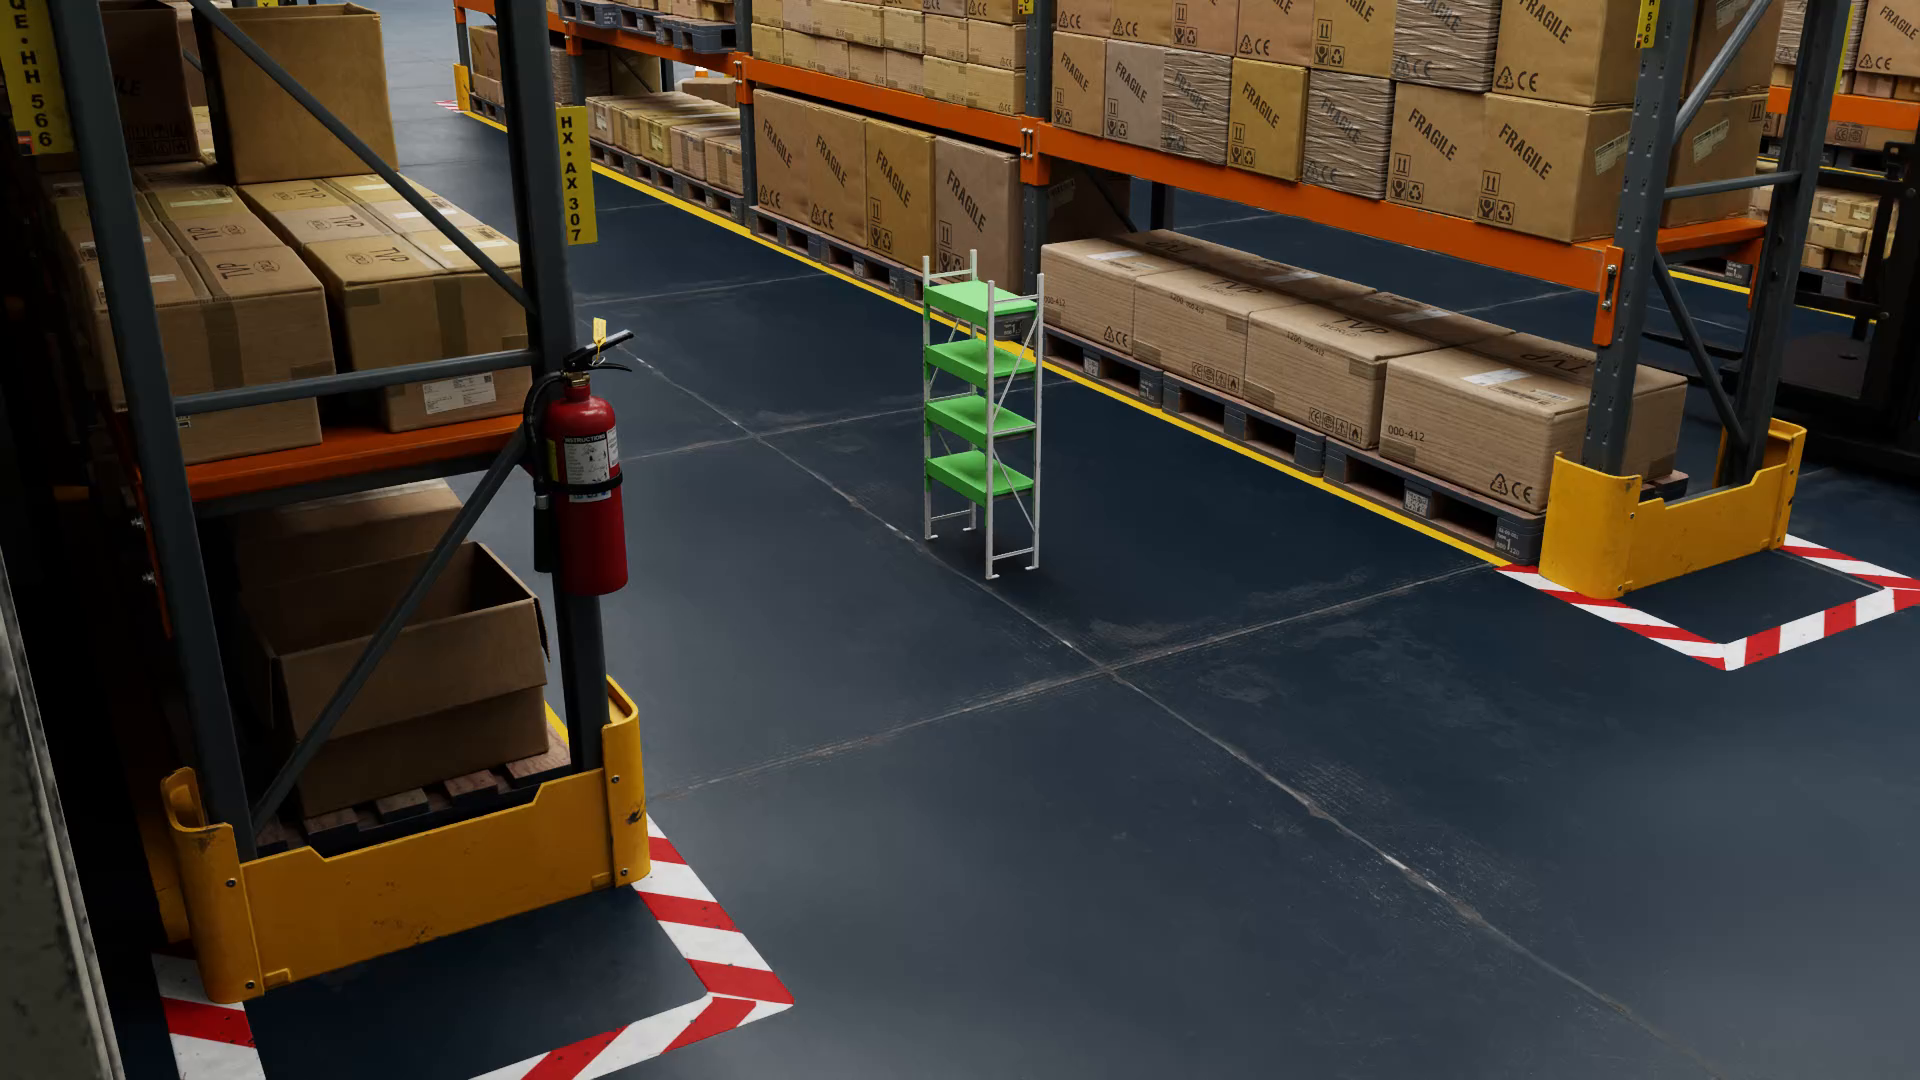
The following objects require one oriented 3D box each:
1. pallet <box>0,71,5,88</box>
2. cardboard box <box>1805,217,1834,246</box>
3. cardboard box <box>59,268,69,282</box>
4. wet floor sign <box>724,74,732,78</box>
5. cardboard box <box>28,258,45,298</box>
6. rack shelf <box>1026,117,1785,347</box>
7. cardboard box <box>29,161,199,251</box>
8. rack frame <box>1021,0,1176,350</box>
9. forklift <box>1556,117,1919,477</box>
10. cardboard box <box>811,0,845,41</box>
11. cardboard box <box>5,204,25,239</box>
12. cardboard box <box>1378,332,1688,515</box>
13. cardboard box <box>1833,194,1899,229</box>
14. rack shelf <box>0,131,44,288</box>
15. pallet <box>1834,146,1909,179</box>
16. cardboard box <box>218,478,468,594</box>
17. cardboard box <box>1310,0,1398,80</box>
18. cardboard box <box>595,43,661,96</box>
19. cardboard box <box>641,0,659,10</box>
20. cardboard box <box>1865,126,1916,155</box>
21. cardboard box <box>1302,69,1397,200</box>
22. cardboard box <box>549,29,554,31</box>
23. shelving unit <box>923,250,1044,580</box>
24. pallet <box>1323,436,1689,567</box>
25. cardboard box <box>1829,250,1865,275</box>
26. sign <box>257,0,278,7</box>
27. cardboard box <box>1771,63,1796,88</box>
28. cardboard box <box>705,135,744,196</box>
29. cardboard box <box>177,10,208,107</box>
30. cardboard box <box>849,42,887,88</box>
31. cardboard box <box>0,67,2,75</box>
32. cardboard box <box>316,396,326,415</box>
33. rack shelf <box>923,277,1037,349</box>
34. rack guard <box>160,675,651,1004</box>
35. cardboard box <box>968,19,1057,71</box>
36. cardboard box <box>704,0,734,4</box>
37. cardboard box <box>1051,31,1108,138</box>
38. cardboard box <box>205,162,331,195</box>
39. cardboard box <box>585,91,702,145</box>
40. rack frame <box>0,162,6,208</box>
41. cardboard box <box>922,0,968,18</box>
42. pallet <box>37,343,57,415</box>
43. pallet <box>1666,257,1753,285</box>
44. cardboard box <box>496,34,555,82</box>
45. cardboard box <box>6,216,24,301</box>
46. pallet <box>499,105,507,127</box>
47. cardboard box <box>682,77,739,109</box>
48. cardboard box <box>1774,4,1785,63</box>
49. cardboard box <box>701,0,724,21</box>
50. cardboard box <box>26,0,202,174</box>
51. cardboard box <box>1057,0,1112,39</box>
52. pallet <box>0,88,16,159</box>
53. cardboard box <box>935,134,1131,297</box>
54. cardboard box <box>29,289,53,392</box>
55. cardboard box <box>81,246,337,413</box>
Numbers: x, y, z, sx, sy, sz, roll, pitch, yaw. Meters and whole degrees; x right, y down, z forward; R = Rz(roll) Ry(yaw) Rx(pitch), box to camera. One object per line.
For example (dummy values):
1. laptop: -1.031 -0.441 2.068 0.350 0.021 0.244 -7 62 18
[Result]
1. pallet: -5.080 -2.663 9.806 1.213 0.211 1.003 -13 25 -28
2. cardboard box: 5.628 -2.024 10.813 0.380 0.149 0.250 -13 25 -29
3. cardboard box: -2.631 -0.796 5.291 0.380 0.149 0.250 -13 25 -28
4. wet floor sign: -2.821 -6.026 20.952 0.267 0.644 0.232 -18 28 -37
5. cardboard box: -4.303 -1.302 8.104 0.380 0.149 0.250 -14 26 -31
6. rack shelf: 1.844 -1.638 7.985 1.077 0.370 4.000 -13 25 -28
7. cardboard box: -2.898 -1.190 5.732 0.500 0.250 0.500 -12 25 -27
8. rack frame: 0.822 -2.619 9.442 1.000 3.000 0.127 -13 25 -28
9. forklift: 4.414 -1.861 7.671 1.130 2.935 3.031 -17 28 -36
10. cardboard box: -0.667 -3.533 11.227 0.500 0.250 0.500 -13 25 -28
11. cardboard box: -5.120 -1.804 9.338 0.380 0.149 0.250 -14 26 -31
12. cardboard box: 2.442 -0.526 7.138 0.875 0.438 0.875 -14 26 -30
13. cardboard box: 5.800 -2.091 10.582 0.380 0.149 0.250 -12 25 -28
14. rack shelf: -4.465 -1.977 8.819 1.077 0.370 4.000 -13 25 -28
15. pallet: 8.883 -3.468 15.236 1.003 0.211 1.213 -13 25 -28
16. cardboard box: -2.034 0.095 5.527 0.700 0.500 0.500 -11 25 -26
17. cardboard box: 1.873 -2.268 7.119 0.500 0.500 0.500 -13 25 -29
18. cardboard box: -3.333 -4.719 16.709 0.500 0.500 0.500 -11 25 -26
19. cardboard box: -2.450 -4.539 13.942 0.380 0.149 0.250 -14 26 -30
20. cardboard box: 8.998 -3.938 14.953 1.225 0.875 0.875 -13 25 -28
21. cardboard box: 1.877 -1.805 7.309 0.500 0.500 0.500 -12 25 -27
22. cardboard box: -4.405 -5.394 18.368 0.500 0.500 0.500 -12 25 -26
23. shelving unit: 0.085 -0.502 6.626 0.258 1.200 0.503 -13 25 -28
24. pallet: 2.390 -0.276 7.381 1.003 0.211 1.213 -13 25 -28
25. cardboard box: 5.834 -1.815 10.694 0.380 0.149 0.250 -12 25 -27
26. sign: -2.980 -2.171 7.190 0.100 0.325 0.005 -13 25 -28
27. cardboard box: 5.473 -3.004 10.723 0.380 0.149 0.250 -12 25 -27
28. cardboard box: -1.501 -3.075 13.498 0.950 0.372 0.625 -15 26 -32
29. cardboard box: -3.498 -2.103 7.484 0.700 0.500 0.500 -12 25 -27
30. cardboard box: -0.392 -3.144 10.935 0.500 0.250 0.500 -13 25 -28
31. cardboard box: -5.358 -3.002 9.694 0.500 0.500 0.500 -11 25 -26
32. cardboard box: -1.877 -0.401 4.320 0.380 0.149 0.250 -12 25 -27
33. rack shelf: 0.085 -0.888 6.469 0.258 0.148 0.480 -13 25 -28
34. rack guard: -1.439 0.766 4.436 1.175 0.500 0.348 -13 25 -28
35. cardboard box: 0.388 -2.877 9.612 0.500 0.250 0.500 -13 25 -28
36. cardboard box: -1.692 -4.386 12.704 0.500 0.500 0.500 -13 26 -30
37. cardboard box: 0.837 -2.463 8.926 0.500 0.500 0.500 -12 25 -27
38. cardboard box: -2.199 -1.123 5.567 0.500 0.250 0.500 -13 26 -30
39. cardboard box: -2.994 -4.016 15.813 0.950 0.372 0.625 -12 25 -28
40. rack frame: -7.530 -4.252 13.462 1.000 3.000 0.127 -13 25 -28
41. cardboard box: 0.108 -3.391 9.881 0.500 0.500 0.500 -12 25 -27
42. pallet: -4.518 -1.022 9.218 1.003 0.211 1.213 -13 25 -28
43. pallet: 5.400 -2.101 11.872 1.003 0.211 1.213 -13 25 -28
44. cardboard box: -4.600 -5.117 17.687 0.500 0.500 0.500 -12 25 -27
45. cardboard box: -5.278 -1.641 9.799 0.500 0.500 0.500 -12 25 -28
46. pallet: -4.265 -4.522 17.830 1.003 0.211 1.213 -13 25 -28
47. cardboard box: -2.642 -4.660 17.781 0.500 0.500 0.500 4 22 9
48. cardboard box: 5.321 -3.420 10.886 0.500 0.500 0.500 -13 25 -28
49. cardboard box: -1.790 -4.125 12.925 0.380 0.149 0.250 -12 25 -27
50. cardboard box: -2.911 -1.545 5.609 0.500 0.500 0.500 -13 26 -30
51. cardboard box: 0.857 -2.927 8.741 0.500 0.500 0.500 -12 25 -28
52. pallet: -4.489 -2.240 8.766 1.003 0.211 1.213 -13 25 -28
53. cardboard box: 0.437 -2.014 10.219 0.875 0.875 0.875 -12 25 -27
54. cardboard box: -4.194 -0.964 8.132 0.500 0.500 0.500 -14 26 -30
55. cardboard box: -1.863 -0.534 4.118 0.500 0.250 0.500 -12 25 -27
